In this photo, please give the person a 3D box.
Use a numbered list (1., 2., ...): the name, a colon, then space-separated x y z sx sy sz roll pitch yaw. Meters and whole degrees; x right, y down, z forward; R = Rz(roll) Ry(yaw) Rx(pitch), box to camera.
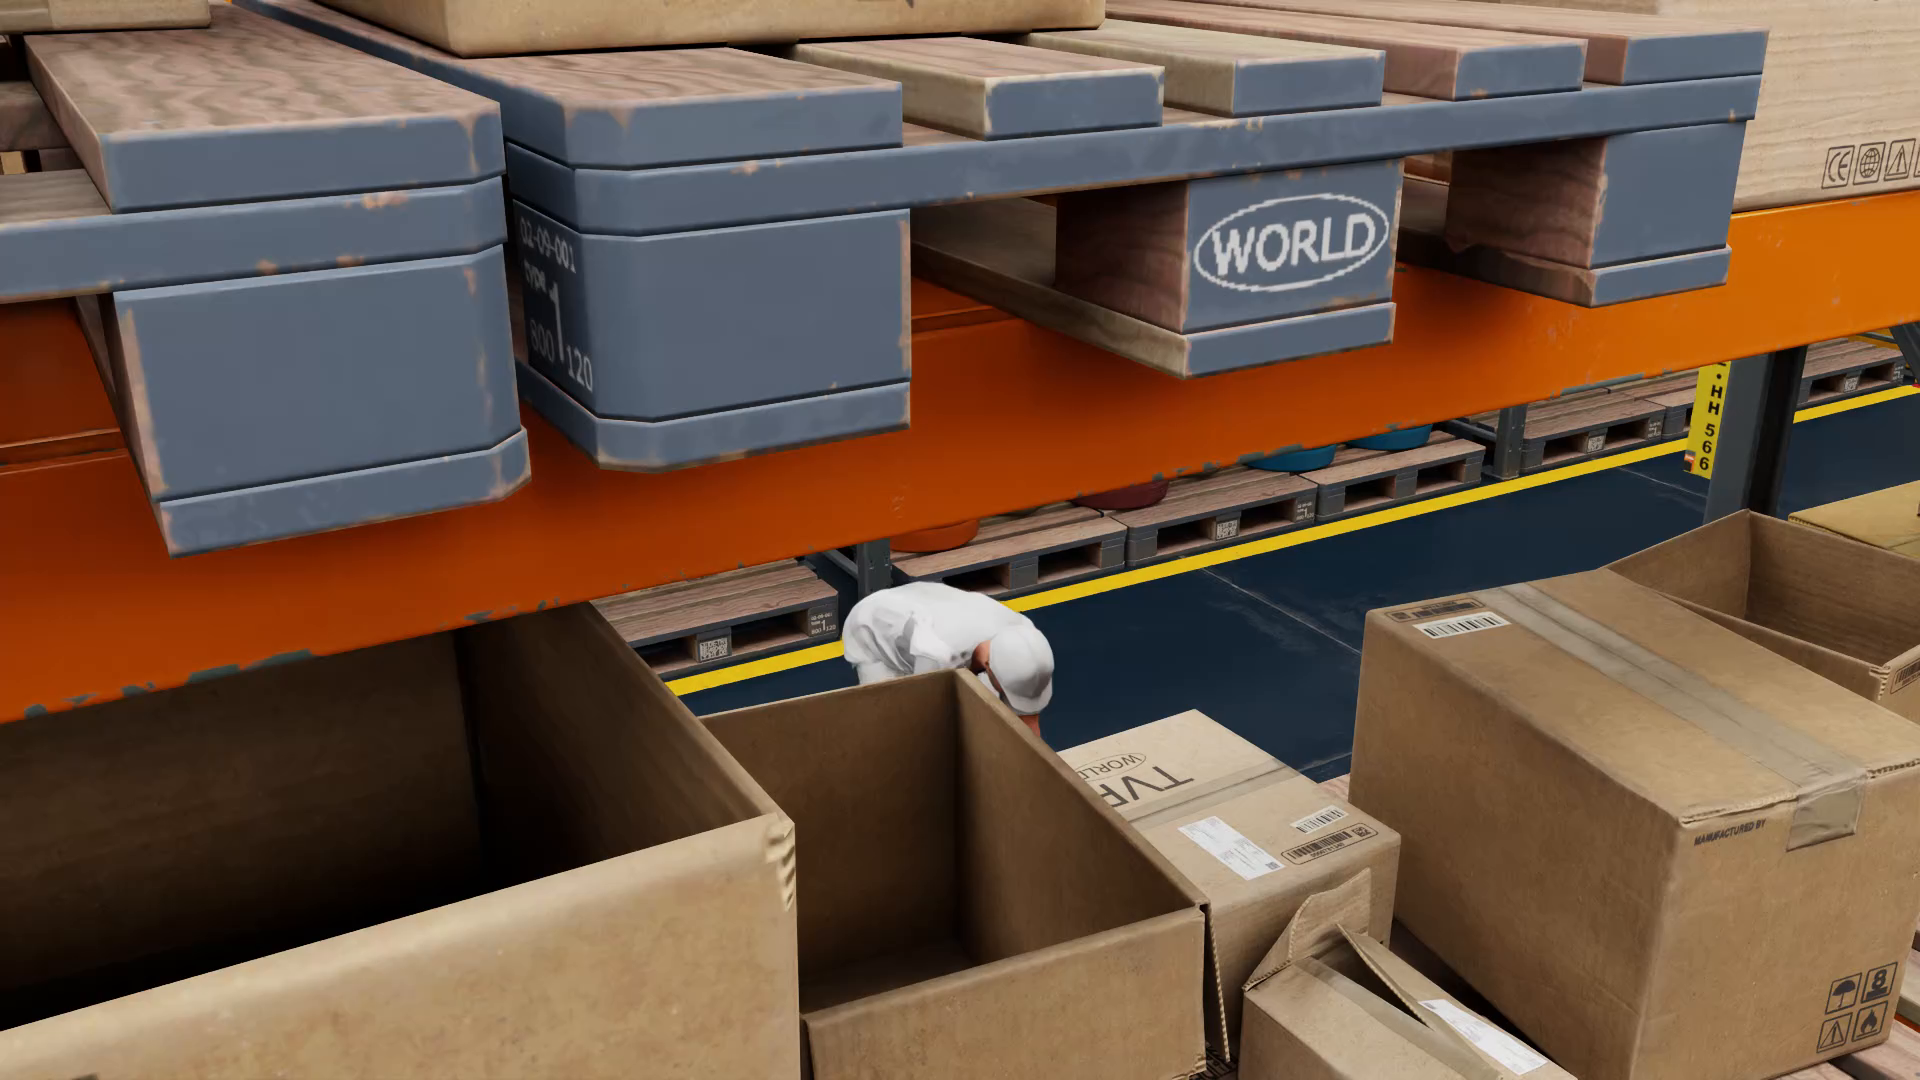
1. person: -0.028 0.621 5.571 0.527 0.988 0.949 -13 25 -30
